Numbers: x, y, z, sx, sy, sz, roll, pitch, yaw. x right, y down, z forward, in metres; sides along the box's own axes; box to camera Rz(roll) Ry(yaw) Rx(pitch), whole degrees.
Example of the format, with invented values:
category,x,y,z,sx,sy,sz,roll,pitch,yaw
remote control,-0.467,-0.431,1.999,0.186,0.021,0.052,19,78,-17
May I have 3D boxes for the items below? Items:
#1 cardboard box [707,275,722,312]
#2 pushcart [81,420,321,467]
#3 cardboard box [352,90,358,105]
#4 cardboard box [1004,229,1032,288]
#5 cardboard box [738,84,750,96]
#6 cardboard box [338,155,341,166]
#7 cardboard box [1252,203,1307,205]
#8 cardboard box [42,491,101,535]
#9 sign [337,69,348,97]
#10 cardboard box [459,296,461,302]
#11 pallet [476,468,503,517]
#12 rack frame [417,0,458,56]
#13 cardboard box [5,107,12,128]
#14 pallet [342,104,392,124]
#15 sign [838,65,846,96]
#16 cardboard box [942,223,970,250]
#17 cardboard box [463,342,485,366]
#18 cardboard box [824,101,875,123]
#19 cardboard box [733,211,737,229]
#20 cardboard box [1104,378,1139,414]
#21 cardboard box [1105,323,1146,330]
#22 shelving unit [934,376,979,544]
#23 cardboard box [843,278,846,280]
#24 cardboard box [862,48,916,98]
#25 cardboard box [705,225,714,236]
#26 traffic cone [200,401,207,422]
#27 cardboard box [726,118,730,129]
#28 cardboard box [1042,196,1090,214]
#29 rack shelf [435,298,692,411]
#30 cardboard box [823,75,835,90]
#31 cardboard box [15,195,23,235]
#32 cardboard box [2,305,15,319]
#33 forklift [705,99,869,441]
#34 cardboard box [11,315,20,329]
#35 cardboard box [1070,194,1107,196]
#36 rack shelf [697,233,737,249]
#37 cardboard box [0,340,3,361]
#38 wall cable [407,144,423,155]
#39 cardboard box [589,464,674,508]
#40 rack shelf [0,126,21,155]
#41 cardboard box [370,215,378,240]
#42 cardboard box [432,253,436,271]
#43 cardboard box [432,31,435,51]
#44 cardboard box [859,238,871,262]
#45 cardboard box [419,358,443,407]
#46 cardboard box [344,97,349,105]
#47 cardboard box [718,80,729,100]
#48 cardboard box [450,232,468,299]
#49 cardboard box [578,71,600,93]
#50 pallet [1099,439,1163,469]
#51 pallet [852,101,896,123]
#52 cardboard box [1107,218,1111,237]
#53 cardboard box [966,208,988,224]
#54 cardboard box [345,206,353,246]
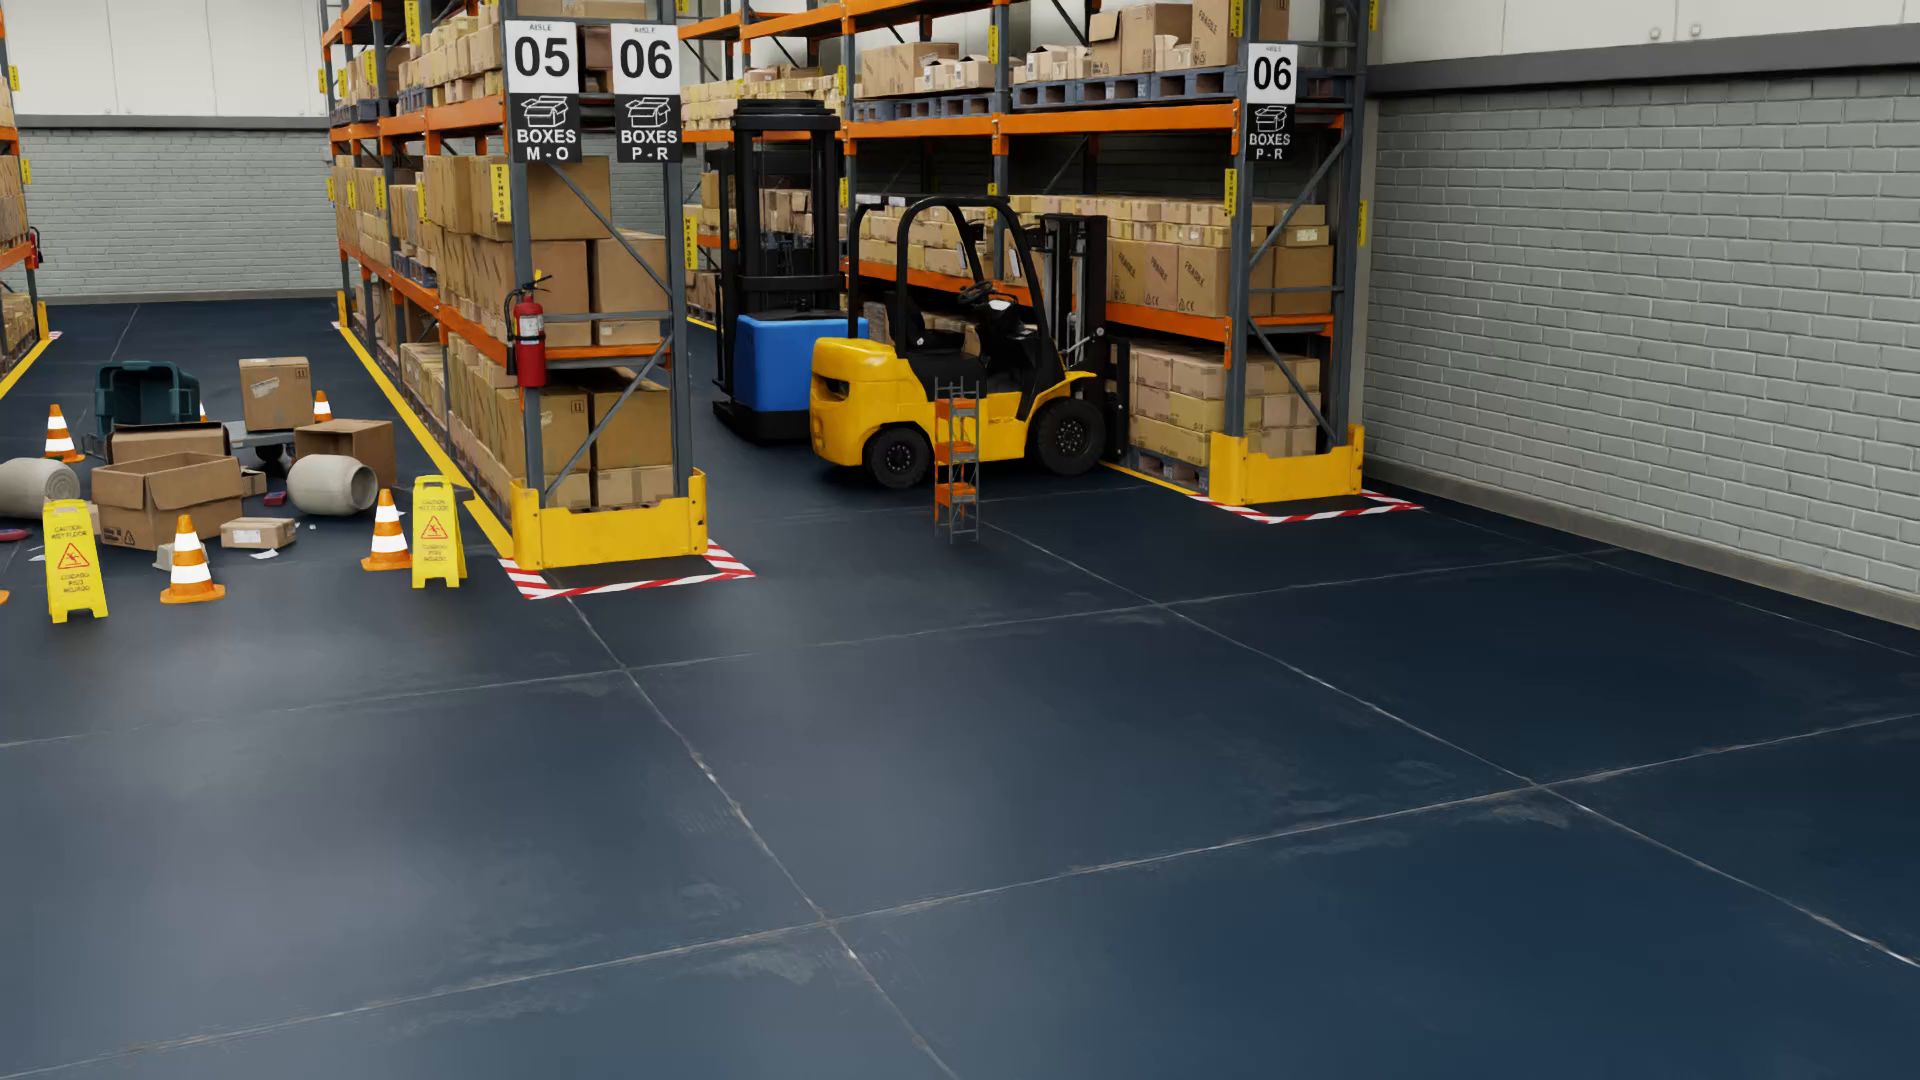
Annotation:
category,x,y,z,sx,sy,sz,roll,pitch,yaw
cardboard box,-3.429,-3.653,24.614,0.500,0.500,0.500,-5,14,-22
pushcart,-5.823,-0.678,12.961,1.648,0.377,0.936,-12,18,-42
cardboard box,-6.772,-5.083,19.115,0.380,0.166,0.250,-7,15,-27
cardboard box,0.731,-2.554,15.031,0.500,0.500,0.500,-6,14,-25
cardboard box,-2.694,-5.909,21.841,0.380,0.149,0.250,-5,14,-21
cardboard box,-8.381,-5.240,22.978,0.380,0.149,0.250,-6,14,-25
cardboard box,2.407,-2.453,12.496,0.380,0.149,0.250,-5,14,-21
cardboard box,-5.873,-0.183,11.070,0.396,0.266,0.258,-3,13,-13
sign,-7.466,-5.526,20.117,0.100,0.325,0.005,-6,14,-23
cardboard box,-3.571,-1.801,12.556,0.380,0.149,0.250,-5,14,-21
pallet,-2.960,-0.425,12.237,1.003,0.211,1.213,-6,14,-23
rack frame,-3.754,-5.094,12.923,1.000,3.000,0.127,-6,14,-23
cardboard box,-12.420,-5.396,21.213,0.500,0.250,0.500,-6,14,-23
pallet,-7.276,-5.412,21.147,1.003,0.211,1.213,-6,14,-23
sign,-1.307,-5.112,18.504,0.100,0.325,0.005,-6,14,-23
cardboard box,0.149,-2.975,16.295,0.500,0.250,0.500,-6,14,-24
cardboard box,-3.451,-1.379,12.240,0.380,0.149,0.250,-5,14,-20
cardboard box,-1.237,-4.919,19.153,0.500,0.250,0.500,-6,14,-25
cardboard box,-2.839,-4.428,23.024,0.500,0.250,0.500,-5,14,-22
cardboard box,1.497,-1.184,13.393,0.500,0.250,0.500,-6,14,-24
cardboard box,1.384,-1.785,14.880,0.500,0.250,0.500,-6,14,-24
shelving unit,-0.021,-0.523,10.799,0.215,1.050,0.252,-6,14,-23
cardboard box,-1.658,-3.372,21.962,0.380,0.149,0.250,-6,14,-26
cardboard box,-0.742,-5.039,17.961,0.500,0.500,0.500,-5,14,-22
cardboard box,-3.539,-4.561,24.483,0.380,0.149,0.250,-5,14,-22
traffic cone,-6.566,-1.035,14.315,0.336,0.463,0.334,-6,14,-23
cardboard box,-3.021,-5.767,23.040,0.380,0.149,0.250,-5,14,-21
cardboard box,0.947,-2.940,14.599,0.380,0.149,0.250,-6,14,-24
rack shelf,-2.952,-1.408,11.895,1.077,0.370,4.000,-6,14,-23
cardboard box,-1.380,-5.333,19.396,0.380,0.149,0.250,-6,14,-25
cardboard box,-12.438,-4.200,21.482,0.500,0.500,0.500,-6,14,-24
cardboard box,-11.756,-2.773,20.273,0.380,0.149,0.250,-5,14,-22
forklift,-1.727,-2.576,15.500,1.130,2.935,3.031,-4,14,-18
cardboard box,-11.857,-2.685,20.549,0.380,0.149,0.250,-6,14,-23
cardboard box,1.198,-3.091,15.255,0.380,0.149,0.250,-6,14,-23
rack shelf,-3.213,-4.336,24.548,1.077,0.370,4.000,-6,14,-23
cardboard box,-10.926,-2.213,18.391,0.500,0.500,0.500,-6,14,-24
wall cable,-9.546,-6.439,29.785,0.588,1.984,0.122,-6,14,-23
cardboard box,-2.221,-0.402,11.119,0.500,0.250,0.500,-6,14,-23
rack shelf,-12.254,-4.880,20.247,1.077,0.370,4.000,-6,14,-23
cardboard box,-6.215,-3.455,18.369,0.500,0.250,0.500,-6,14,-24
cardboard box,-4.213,-2.335,13.932,0.380,0.149,0.250,-5,14,-22
cardboard box,-3.698,-3.698,12.331,0.380,0.149,0.250,-6,14,-25
cardboard box,-0.856,-3.260,18.636,0.500,0.250,0.500,-6,14,-23
cardboard box,-4.537,-1.496,15.576,0.950,0.372,0.625,-5,14,-21
cardboard box,-7.507,-5.576,20.804,0.396,0.266,0.258,-5,14,-21
cardboard box,-3.046,-6.237,23.076,0.500,0.250,0.500,-6,14,-24
cardboard box,-3.421,-2.042,12.161,0.500,0.500,0.500,-6,14,-23
cardboard box,-2.174,-2.828,10.341,0.380,0.149,0.250,-6,14,-25
pallet,1.566,-0.842,14.037,1.003,0.211,1.213,-6,14,-23
pallet,-0.456,-4.684,18.223,1.213,0.211,1.003,-5,14,-20
cardboard box,1.281,-2.574,13.680,0.380,0.149,0.250,-6,14,-24
cardboard box,0.283,-3.143,16.136,0.380,0.149,0.250,-6,14,-23
cardboard box,-7.804,-4.154,21.944,0.500,0.500,0.500,-6,14,-24
